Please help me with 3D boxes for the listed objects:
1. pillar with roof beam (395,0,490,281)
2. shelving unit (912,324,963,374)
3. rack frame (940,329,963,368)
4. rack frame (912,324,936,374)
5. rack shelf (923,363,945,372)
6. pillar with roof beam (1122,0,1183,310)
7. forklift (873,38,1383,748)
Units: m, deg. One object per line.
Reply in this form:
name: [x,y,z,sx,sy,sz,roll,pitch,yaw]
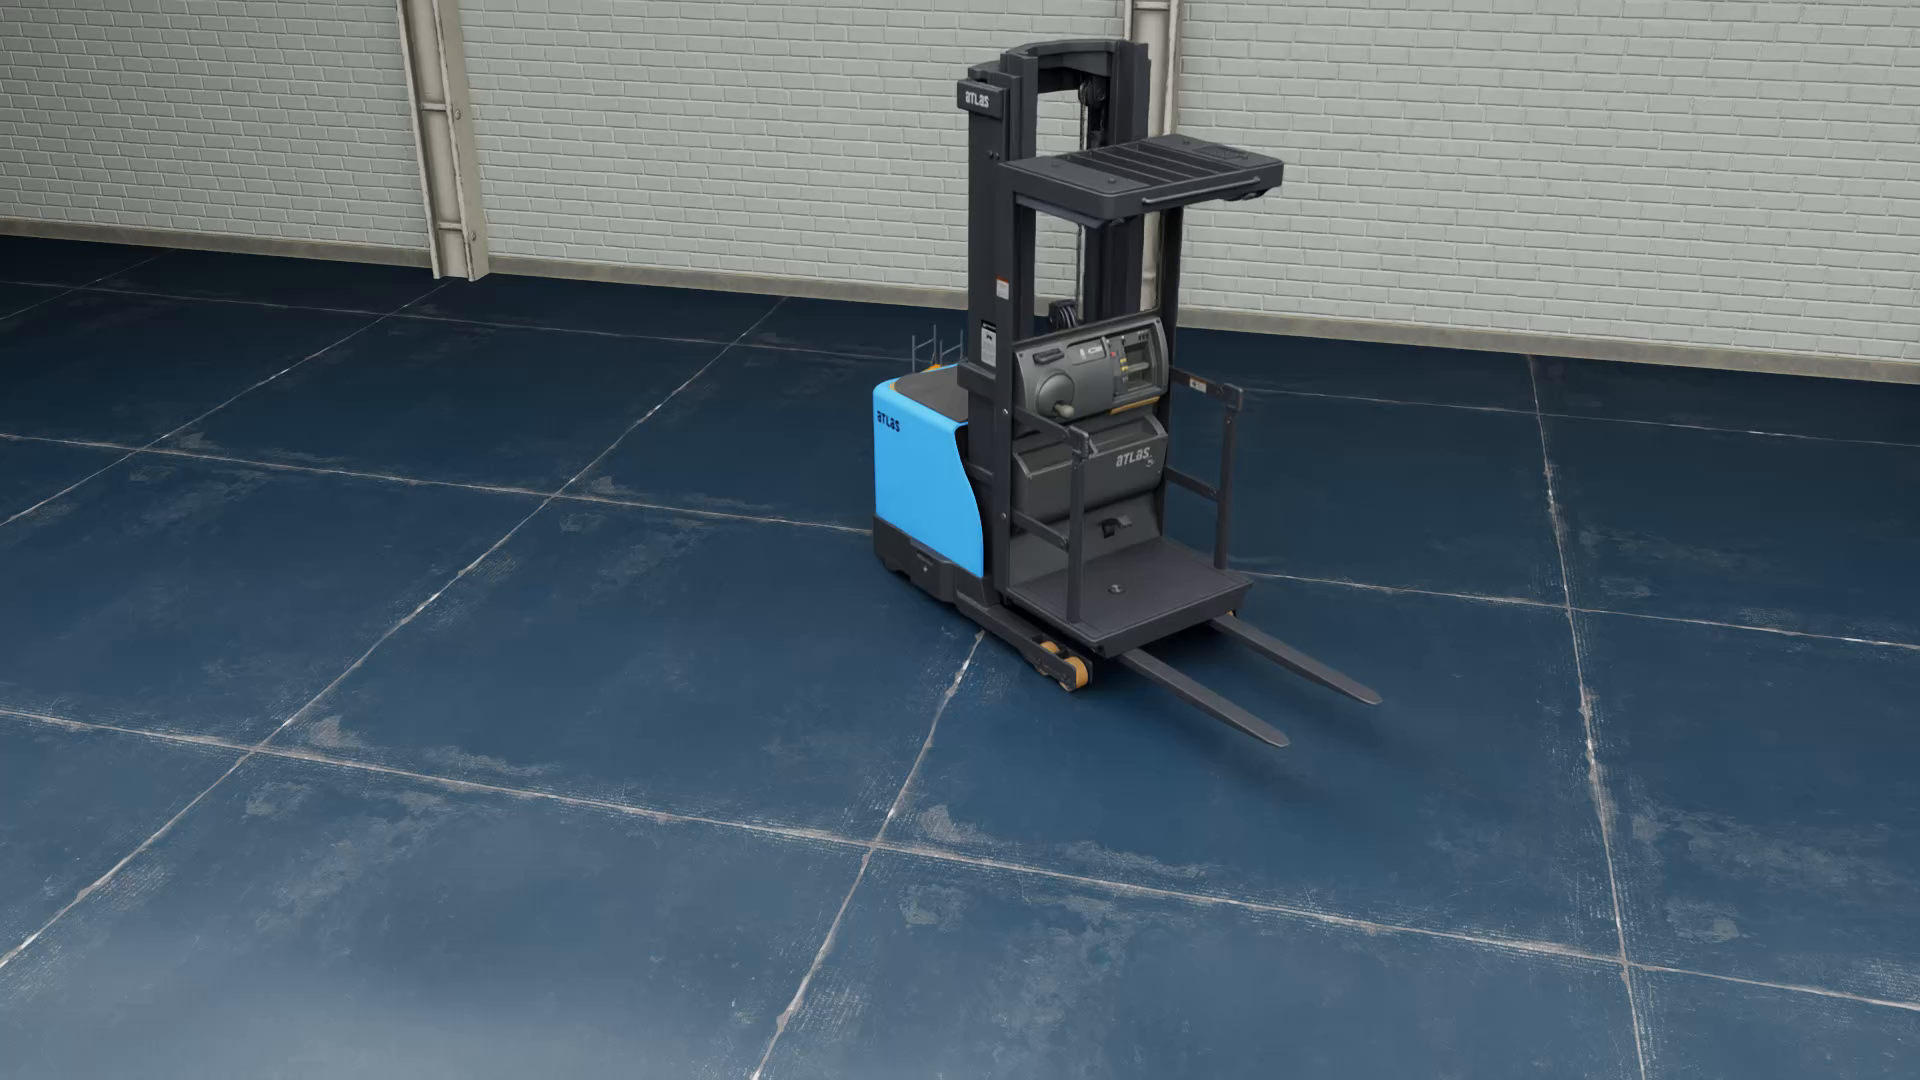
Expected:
pillar with roof beam: [-5.457,-4.609,8.962,0.400,9.000,9.100,6,26,13]
shelving unit: [-0.126,-0.634,9.686,0.189,1.200,0.258,15,29,28]
rack frame: [-0.048,-0.614,9.642,0.006,1.200,0.240,15,29,28]
rack frame: [-0.203,-0.655,9.729,0.006,1.200,0.240,15,29,28]
rack shelf: [-0.125,-0.920,9.551,0.180,0.103,0.258,15,29,28]
pillar with roof beam: [0.353,-3.967,7.613,0.400,9.000,9.100,6,26,13]
forklift: [0.788,-0.818,8.059,1.130,2.935,3.031,-18,31,-32]
